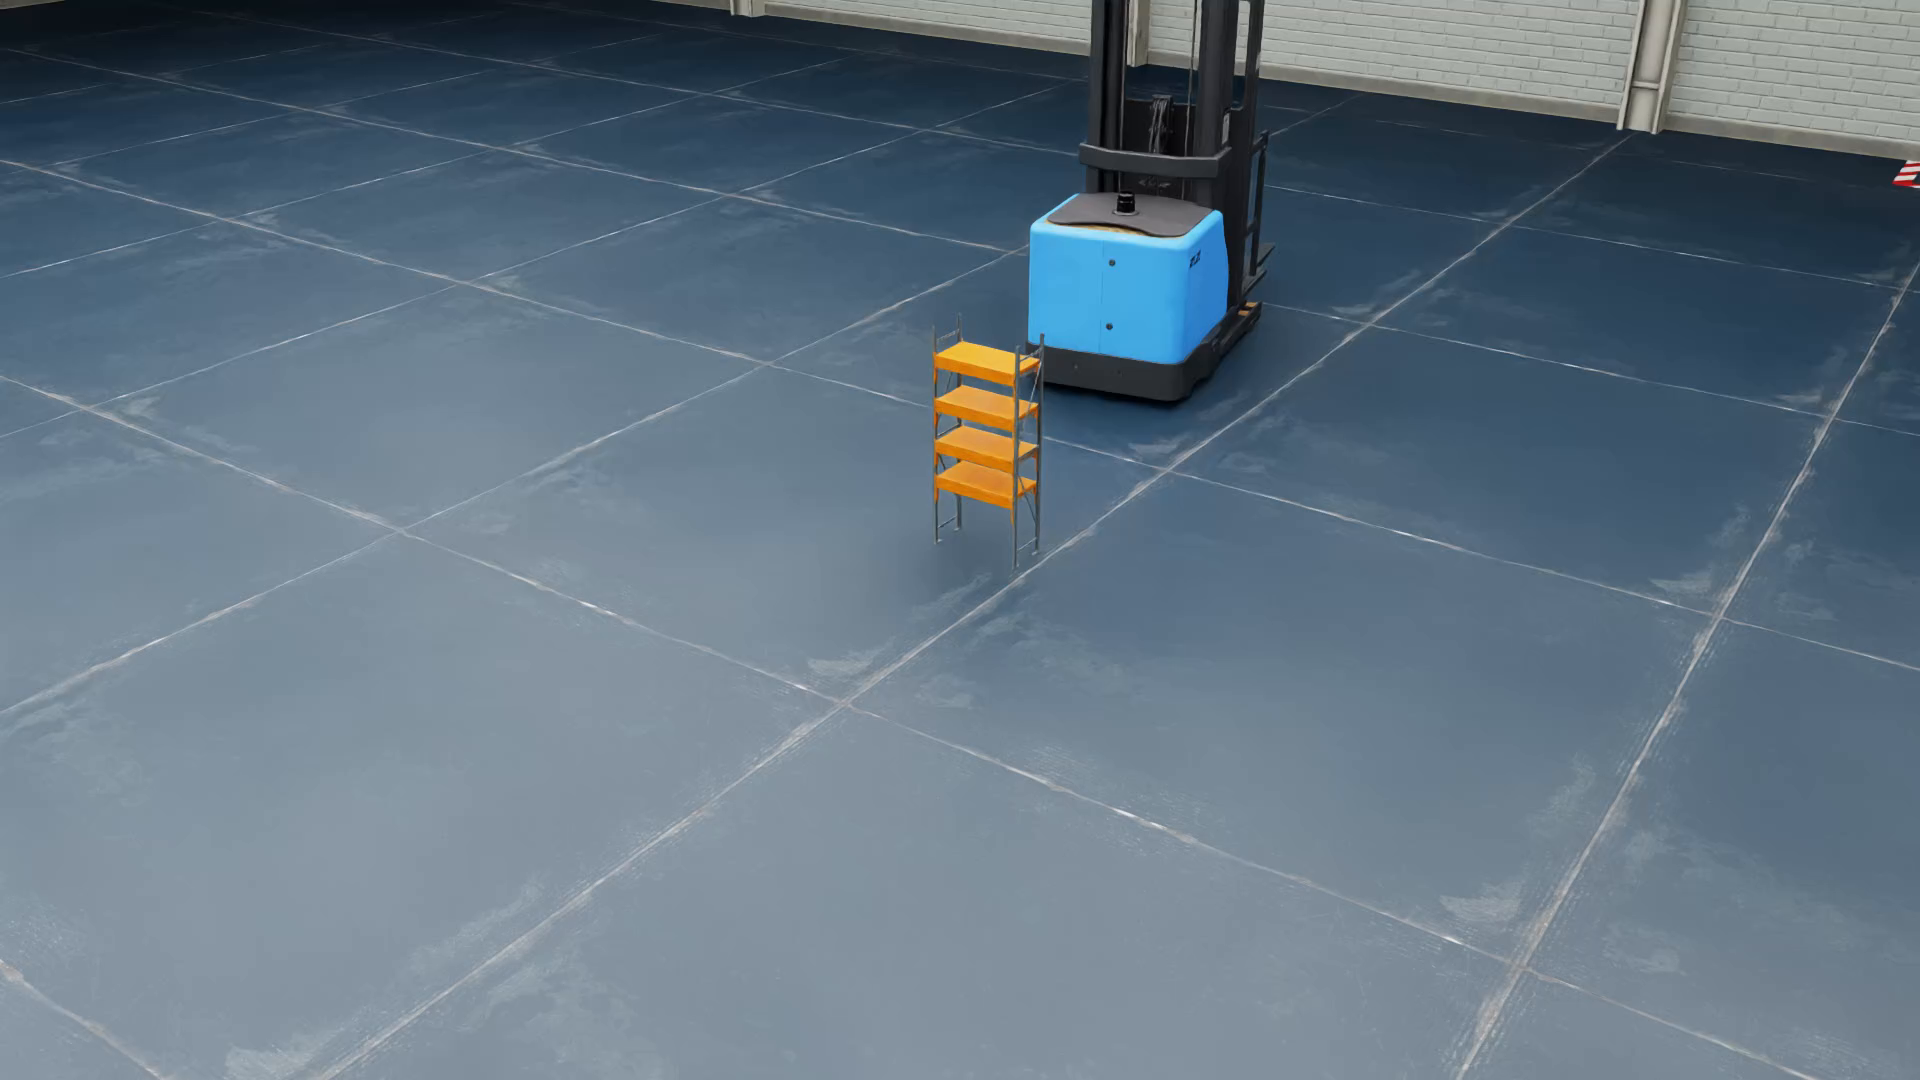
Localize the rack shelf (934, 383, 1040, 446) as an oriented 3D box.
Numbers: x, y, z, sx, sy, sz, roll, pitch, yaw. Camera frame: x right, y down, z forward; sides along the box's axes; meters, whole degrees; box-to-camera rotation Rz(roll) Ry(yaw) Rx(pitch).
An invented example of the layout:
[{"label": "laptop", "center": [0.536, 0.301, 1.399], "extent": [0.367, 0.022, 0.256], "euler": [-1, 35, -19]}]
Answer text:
[{"label": "rack shelf", "center": [0.136, -0.632, 8.323], "extent": [0.480, 0.148, 0.258], "euler": [17, 32, 30]}]

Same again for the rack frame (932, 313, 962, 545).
[{"label": "rack frame", "center": [-0.065, -0.555, 8.517], "extent": [0.015, 1.200, 0.240], "euler": [17, 32, 30]}]

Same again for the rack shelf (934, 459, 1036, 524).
[{"label": "rack shelf", "center": [0.136, -0.255, 8.515], "extent": [0.480, 0.148, 0.258], "euler": [17, 32, 30]}]

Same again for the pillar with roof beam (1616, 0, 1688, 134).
[{"label": "pillar with roof beam", "center": [4.521, -6.607, 11.811], "extent": [0.400, 9.000, 9.100], "euler": [17, 32, 30]}]

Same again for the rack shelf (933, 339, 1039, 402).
[{"label": "rack shelf", "center": [0.136, -0.842, 8.216], "extent": [0.480, 0.148, 0.258], "euler": [17, 32, 30]}]

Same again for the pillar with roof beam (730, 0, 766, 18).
[{"label": "pillar with roof beam", "center": [-5.370, -9.688, 17.866], "extent": [0.400, 9.000, 9.100], "euler": [17, 32, 30]}]

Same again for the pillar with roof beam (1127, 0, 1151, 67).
[{"label": "pillar with roof beam", "center": [-0.425, -8.148, 14.839], "extent": [0.400, 9.000, 9.100], "euler": [17, 32, 30]}]

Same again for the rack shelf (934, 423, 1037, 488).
[{"label": "rack shelf", "center": [0.136, -0.432, 8.425], "extent": [0.480, 0.148, 0.258], "euler": [17, 32, 30]}]

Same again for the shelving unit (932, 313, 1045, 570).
[{"label": "shelving unit", "center": [0.136, -0.492, 8.394], "extent": [0.503, 1.200, 0.258], "euler": [17, 32, 30]}]

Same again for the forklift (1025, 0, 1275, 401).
[{"label": "forklift", "center": [1.480, -2.810, 11.040], "extent": [1.130, 2.935, 3.031], "euler": [11, 29, 21]}]

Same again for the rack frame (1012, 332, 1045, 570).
[{"label": "rack frame", "center": [0.338, -0.430, 8.271], "extent": [0.015, 1.200, 0.240], "euler": [17, 32, 30]}]
